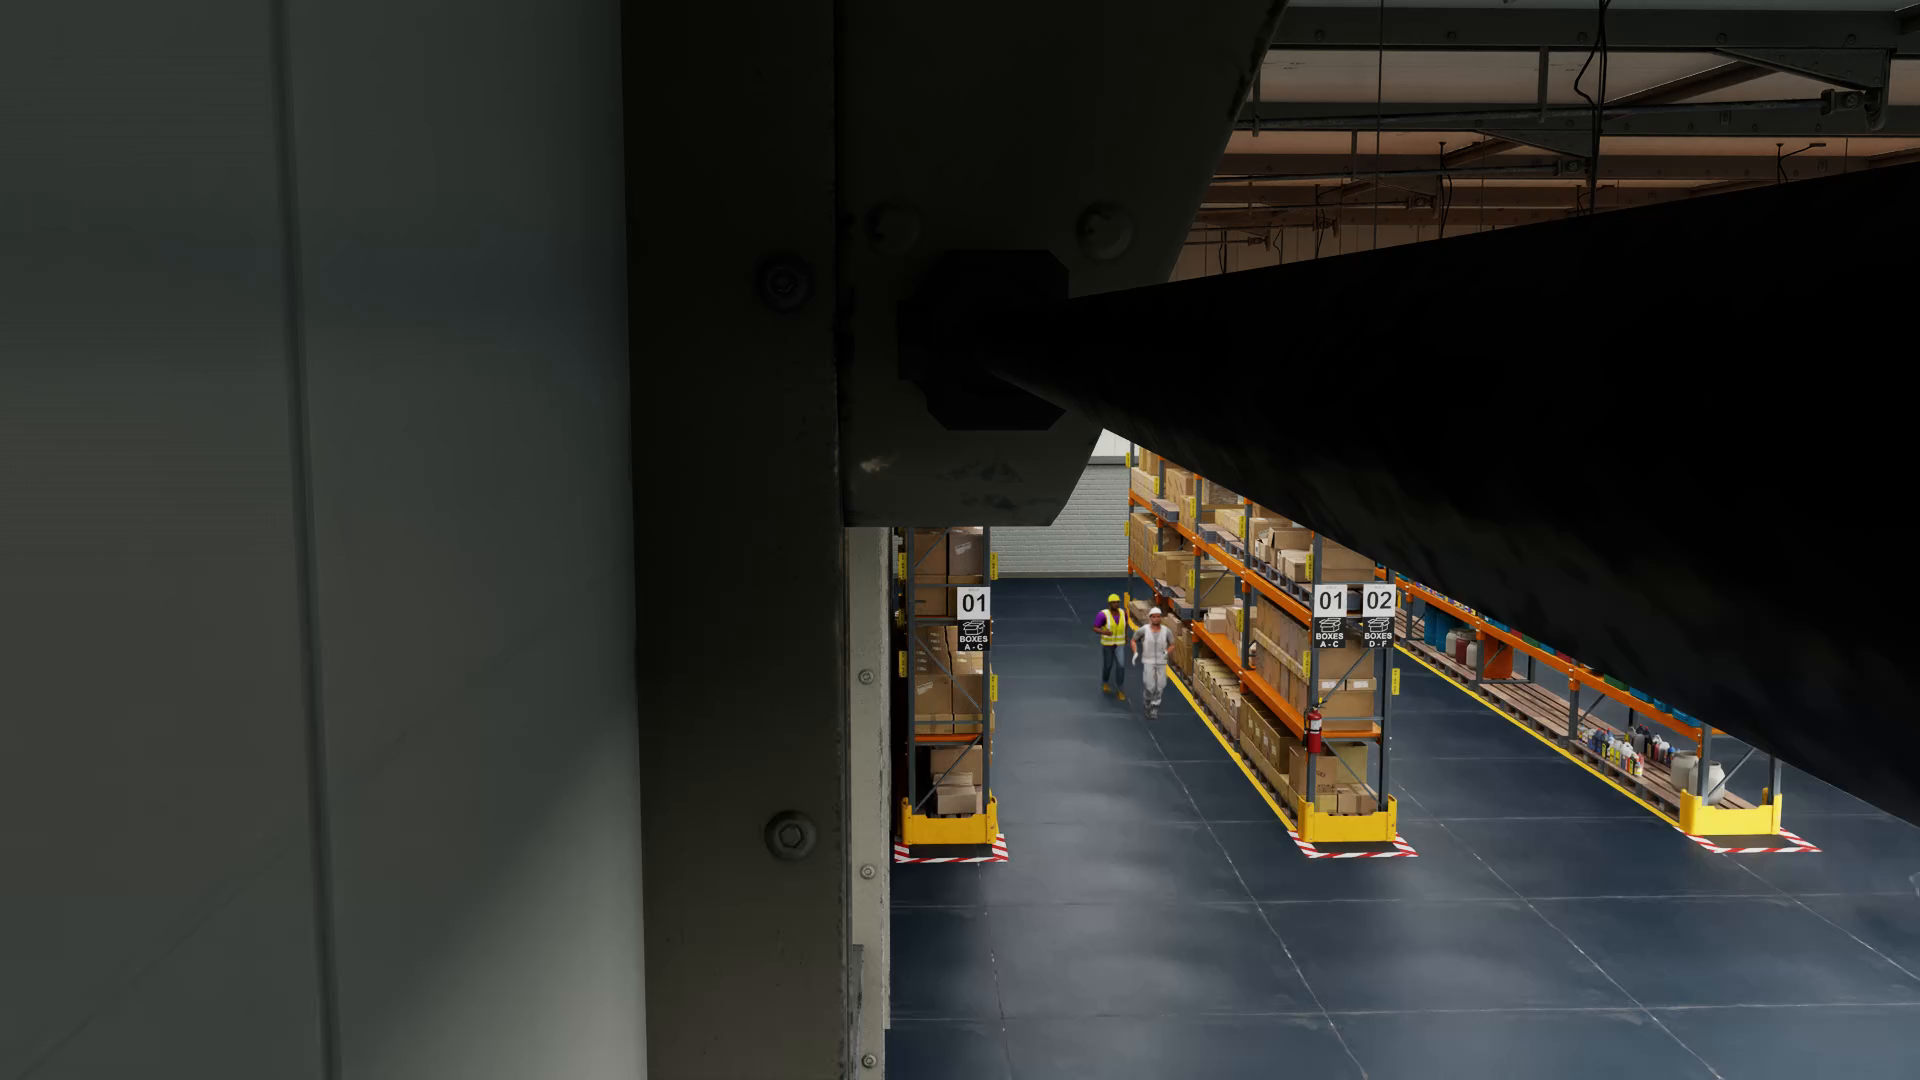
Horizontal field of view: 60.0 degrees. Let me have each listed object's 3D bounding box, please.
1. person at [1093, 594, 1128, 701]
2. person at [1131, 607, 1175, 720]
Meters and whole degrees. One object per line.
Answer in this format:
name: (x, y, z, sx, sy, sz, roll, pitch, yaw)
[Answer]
person: (2.597, 1.816, 28.488, 0.676, 1.814, 0.788, -1, 7, -9)
person: (2.976, 1.914, 25.440, 0.664, 1.759, 0.603, -1, 7, -4)
